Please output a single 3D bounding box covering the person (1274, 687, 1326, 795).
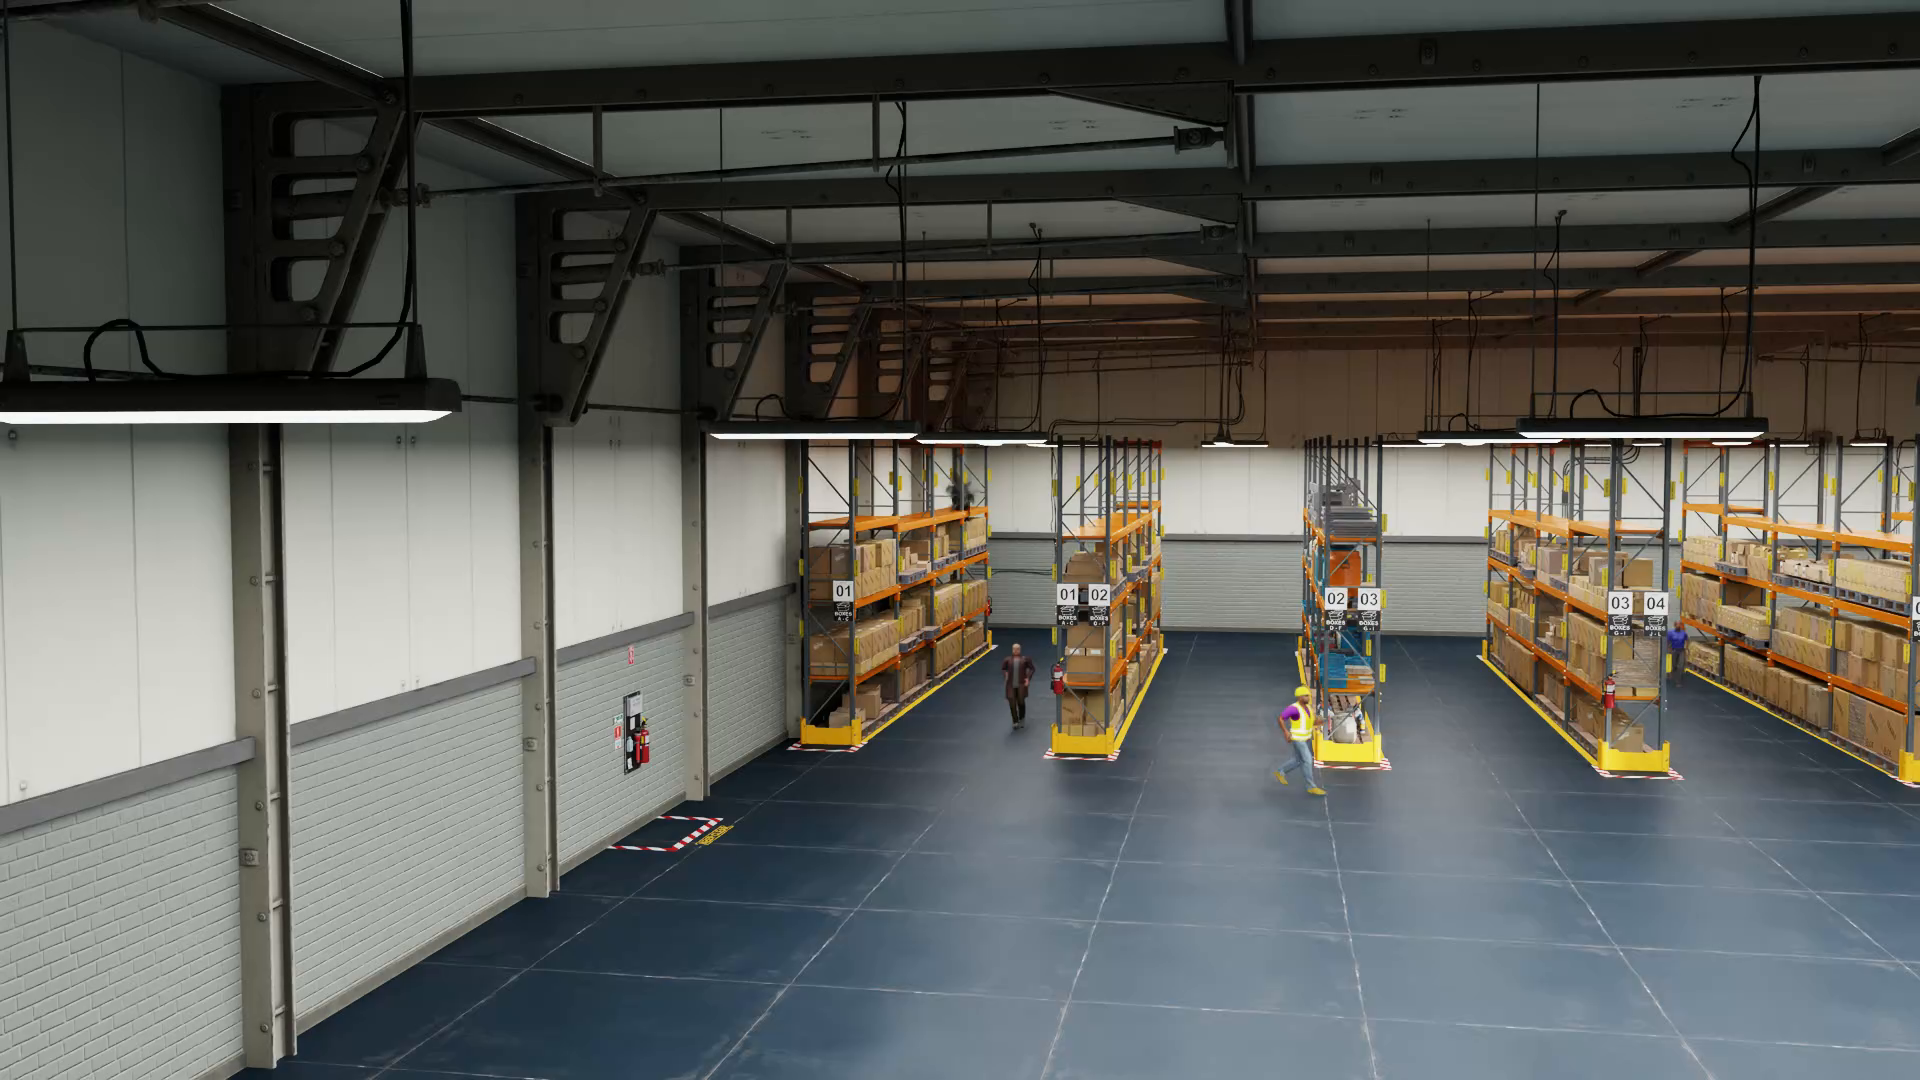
[{"bbox_3d":[5.654,3.311,27.678,0.981,1.750,0.701,2,4,38],"label":"person"}]

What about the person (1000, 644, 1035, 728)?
[{"bbox_3d":[1.157,3.002,34.019,0.698,1.738,0.636,1,3,9],"label":"person"}]

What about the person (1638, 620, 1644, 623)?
[{"bbox_3d":[18.808,2.521,45.552,0.554,1.529,0.558,-1,3,-23],"label":"person"}]

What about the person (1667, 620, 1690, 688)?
[{"bbox_3d":[17.381,2.747,40.256,0.593,1.614,0.768,0,3,8],"label":"person"}]
